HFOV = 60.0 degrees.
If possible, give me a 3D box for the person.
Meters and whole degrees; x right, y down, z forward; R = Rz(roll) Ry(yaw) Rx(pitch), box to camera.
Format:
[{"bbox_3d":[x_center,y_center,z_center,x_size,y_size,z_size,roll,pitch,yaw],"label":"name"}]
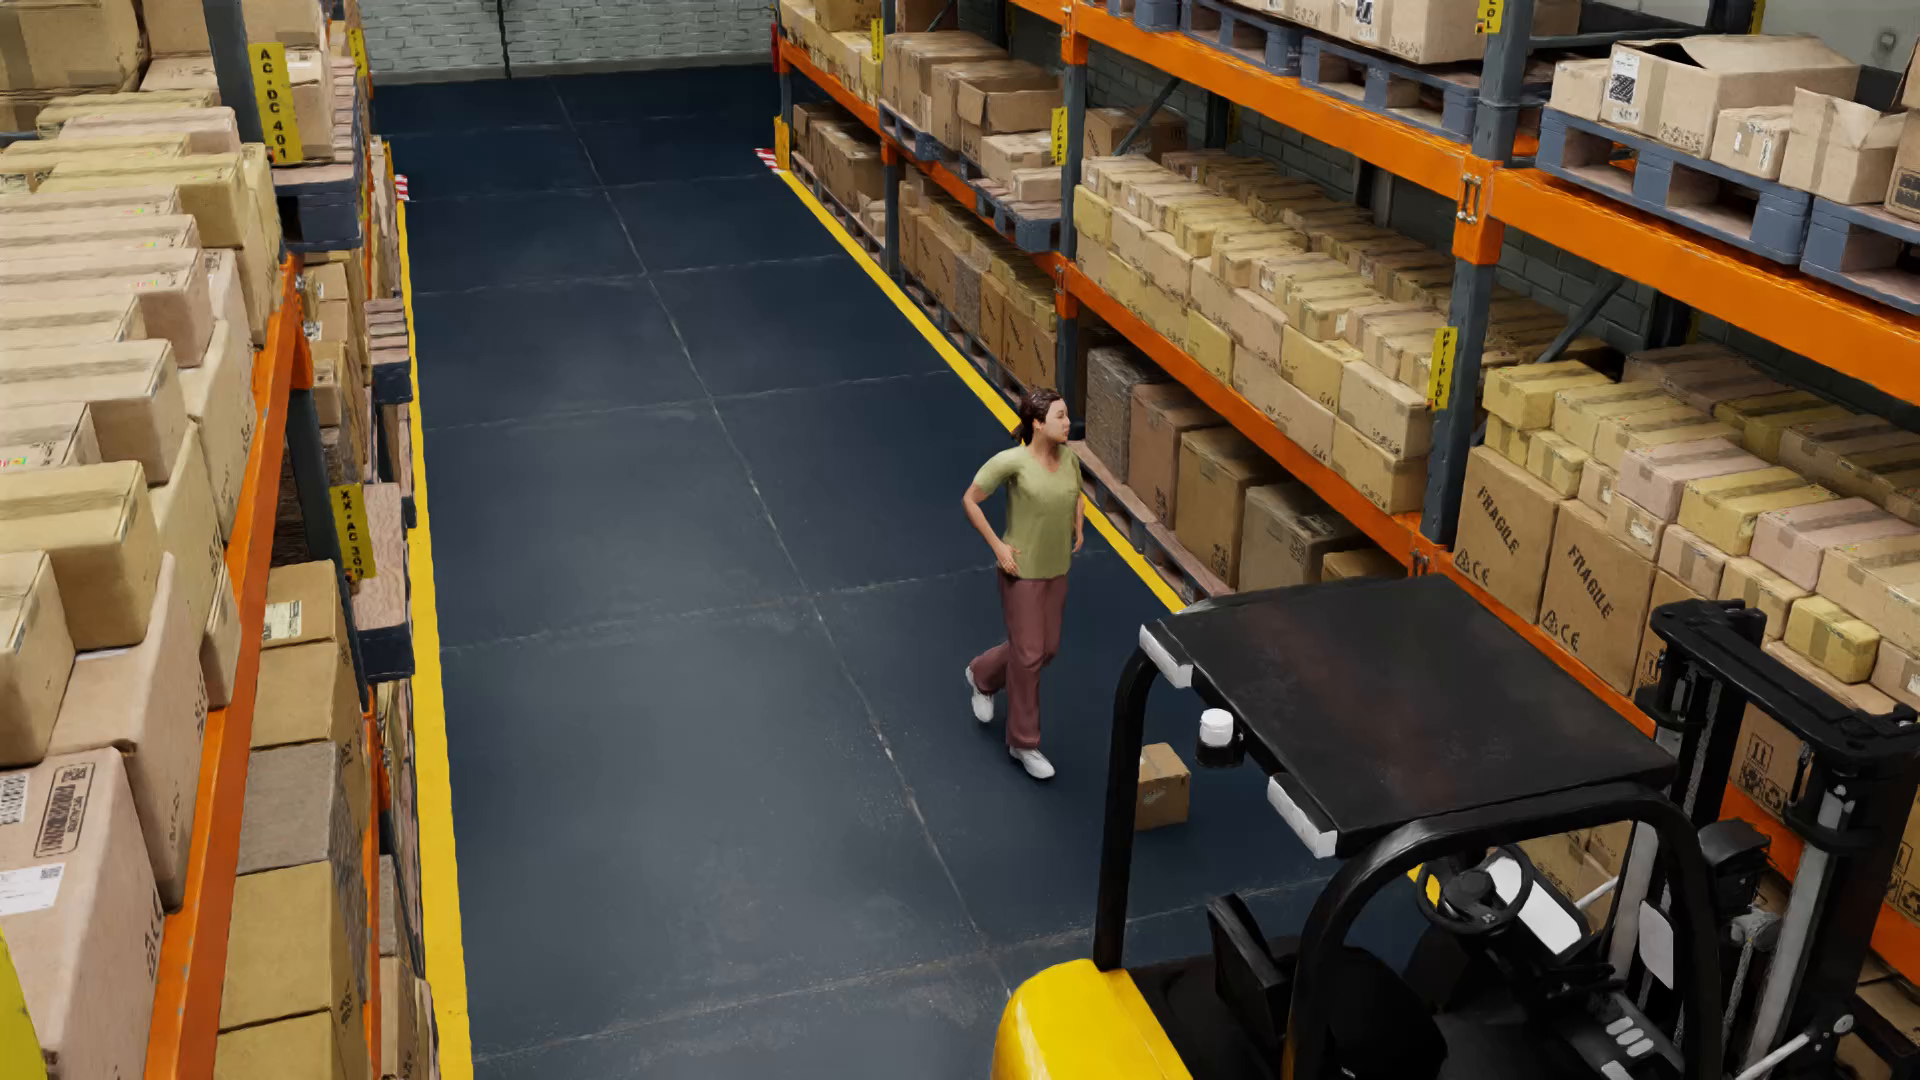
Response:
[{"bbox_3d":[0.370,0.137,7.364,0.597,1.625,0.745,-19,32,-33],"label":"person"}]
